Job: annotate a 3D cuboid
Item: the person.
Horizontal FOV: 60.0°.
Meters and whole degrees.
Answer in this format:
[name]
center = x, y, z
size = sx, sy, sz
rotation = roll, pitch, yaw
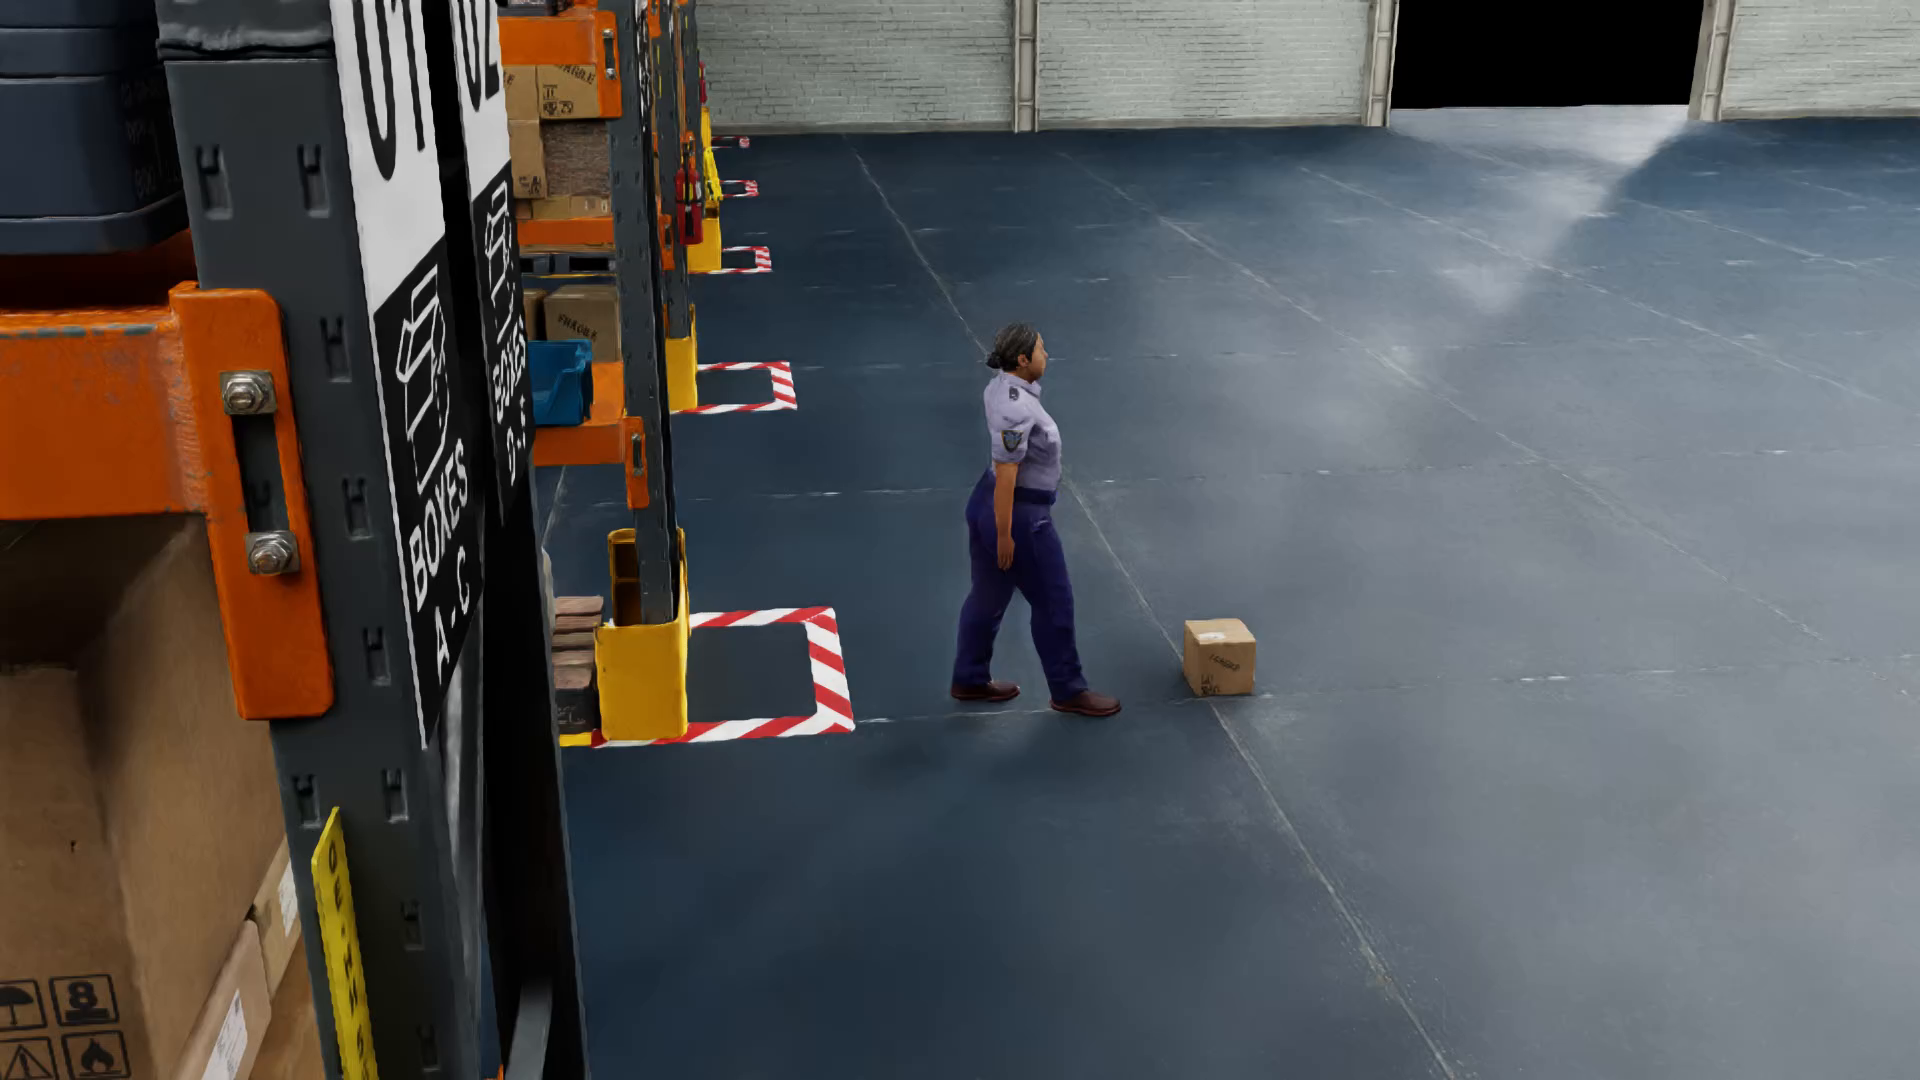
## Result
[person]
center = 0.303, -0.097, 6.820
size = 0.683, 1.638, 0.494
rotation = -4, 21, -11
